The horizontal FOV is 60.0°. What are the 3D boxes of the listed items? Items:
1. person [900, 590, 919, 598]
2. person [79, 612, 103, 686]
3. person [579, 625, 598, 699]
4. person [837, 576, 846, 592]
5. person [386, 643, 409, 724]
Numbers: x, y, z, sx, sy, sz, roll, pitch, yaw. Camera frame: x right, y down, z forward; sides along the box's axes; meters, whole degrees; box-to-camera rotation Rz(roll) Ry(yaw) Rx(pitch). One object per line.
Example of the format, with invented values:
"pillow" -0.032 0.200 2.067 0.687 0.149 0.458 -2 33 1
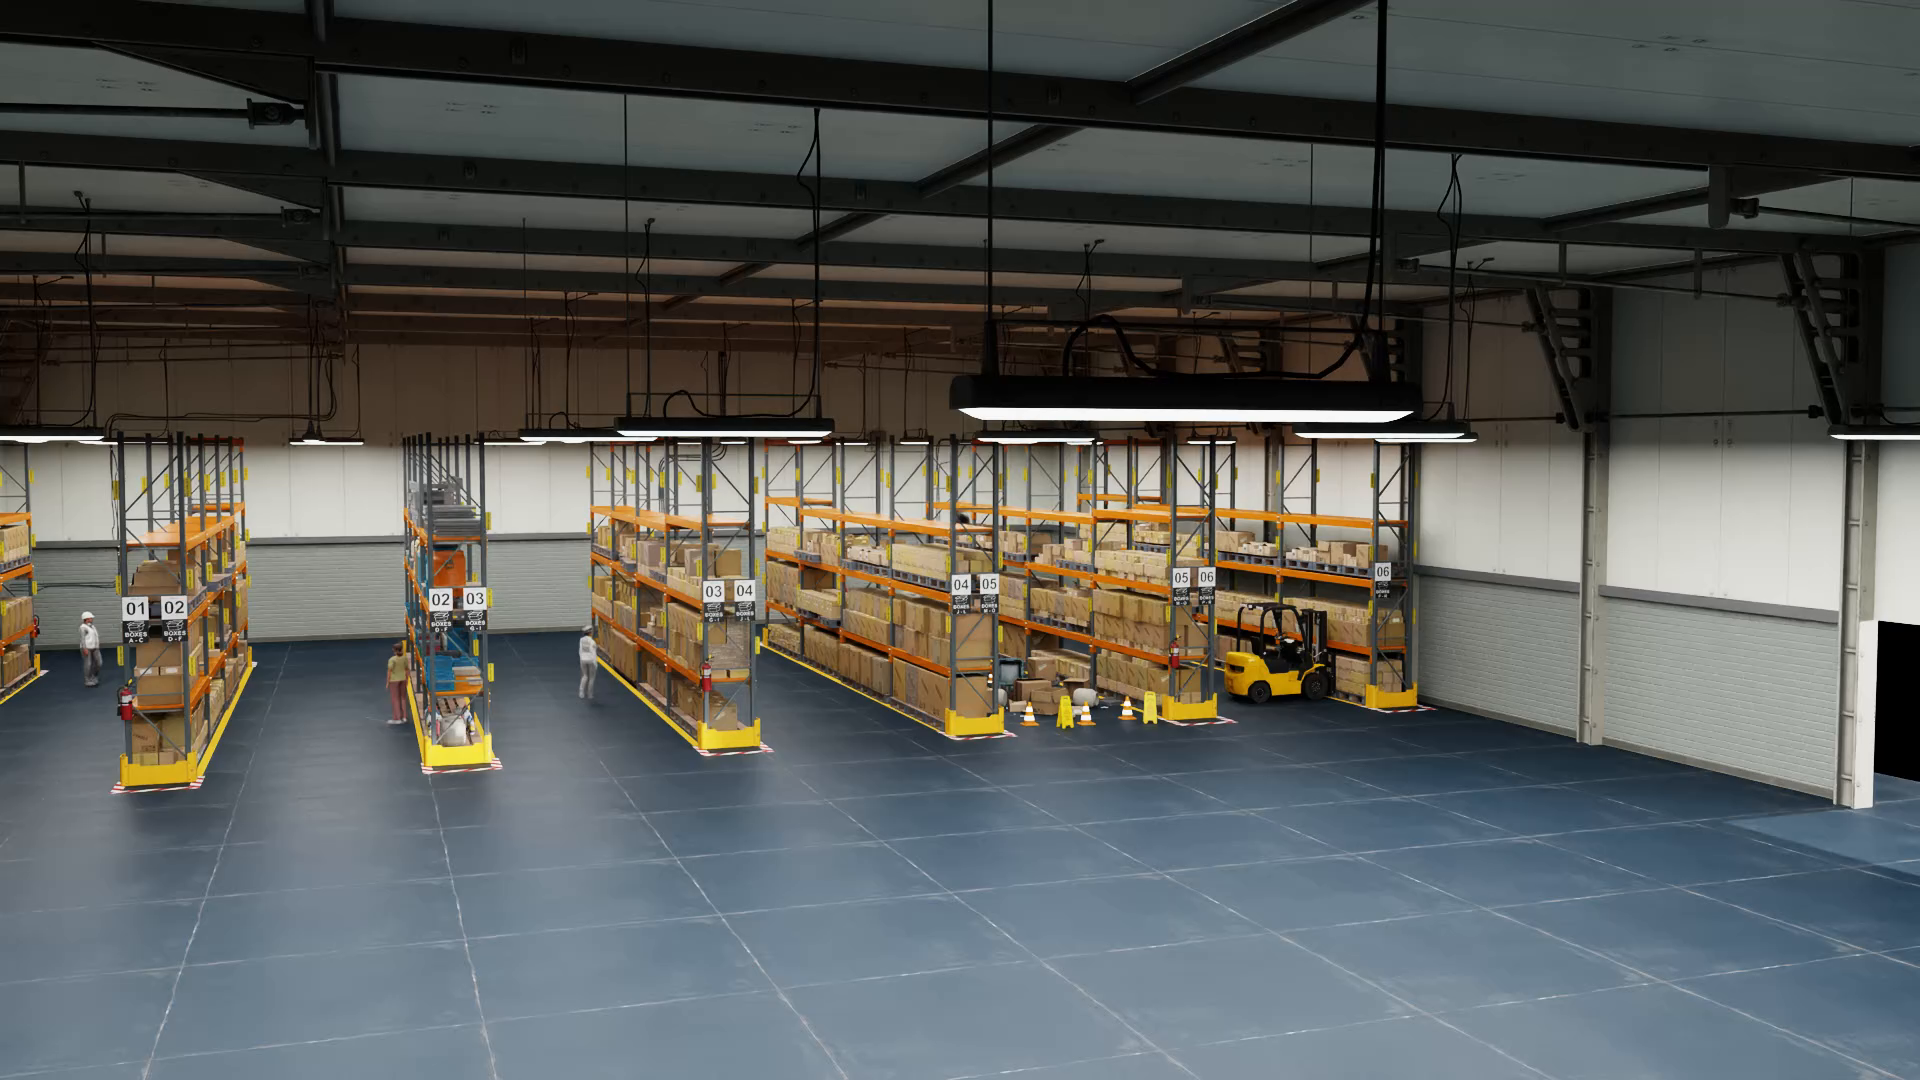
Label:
"person" -1.398 2.006 46.455 0.617 1.885 0.469 0 3 -9
"person" -21.009 2.626 40.140 0.426 1.787 0.581 1 3 17
"person" -8.466 2.774 37.775 0.477 1.682 0.512 1 3 14
"person" -3.881 1.955 52.454 0.533 1.683 0.681 2 4 36
"person" -11.658 2.981 34.451 0.341 1.707 0.527 2 4 38
